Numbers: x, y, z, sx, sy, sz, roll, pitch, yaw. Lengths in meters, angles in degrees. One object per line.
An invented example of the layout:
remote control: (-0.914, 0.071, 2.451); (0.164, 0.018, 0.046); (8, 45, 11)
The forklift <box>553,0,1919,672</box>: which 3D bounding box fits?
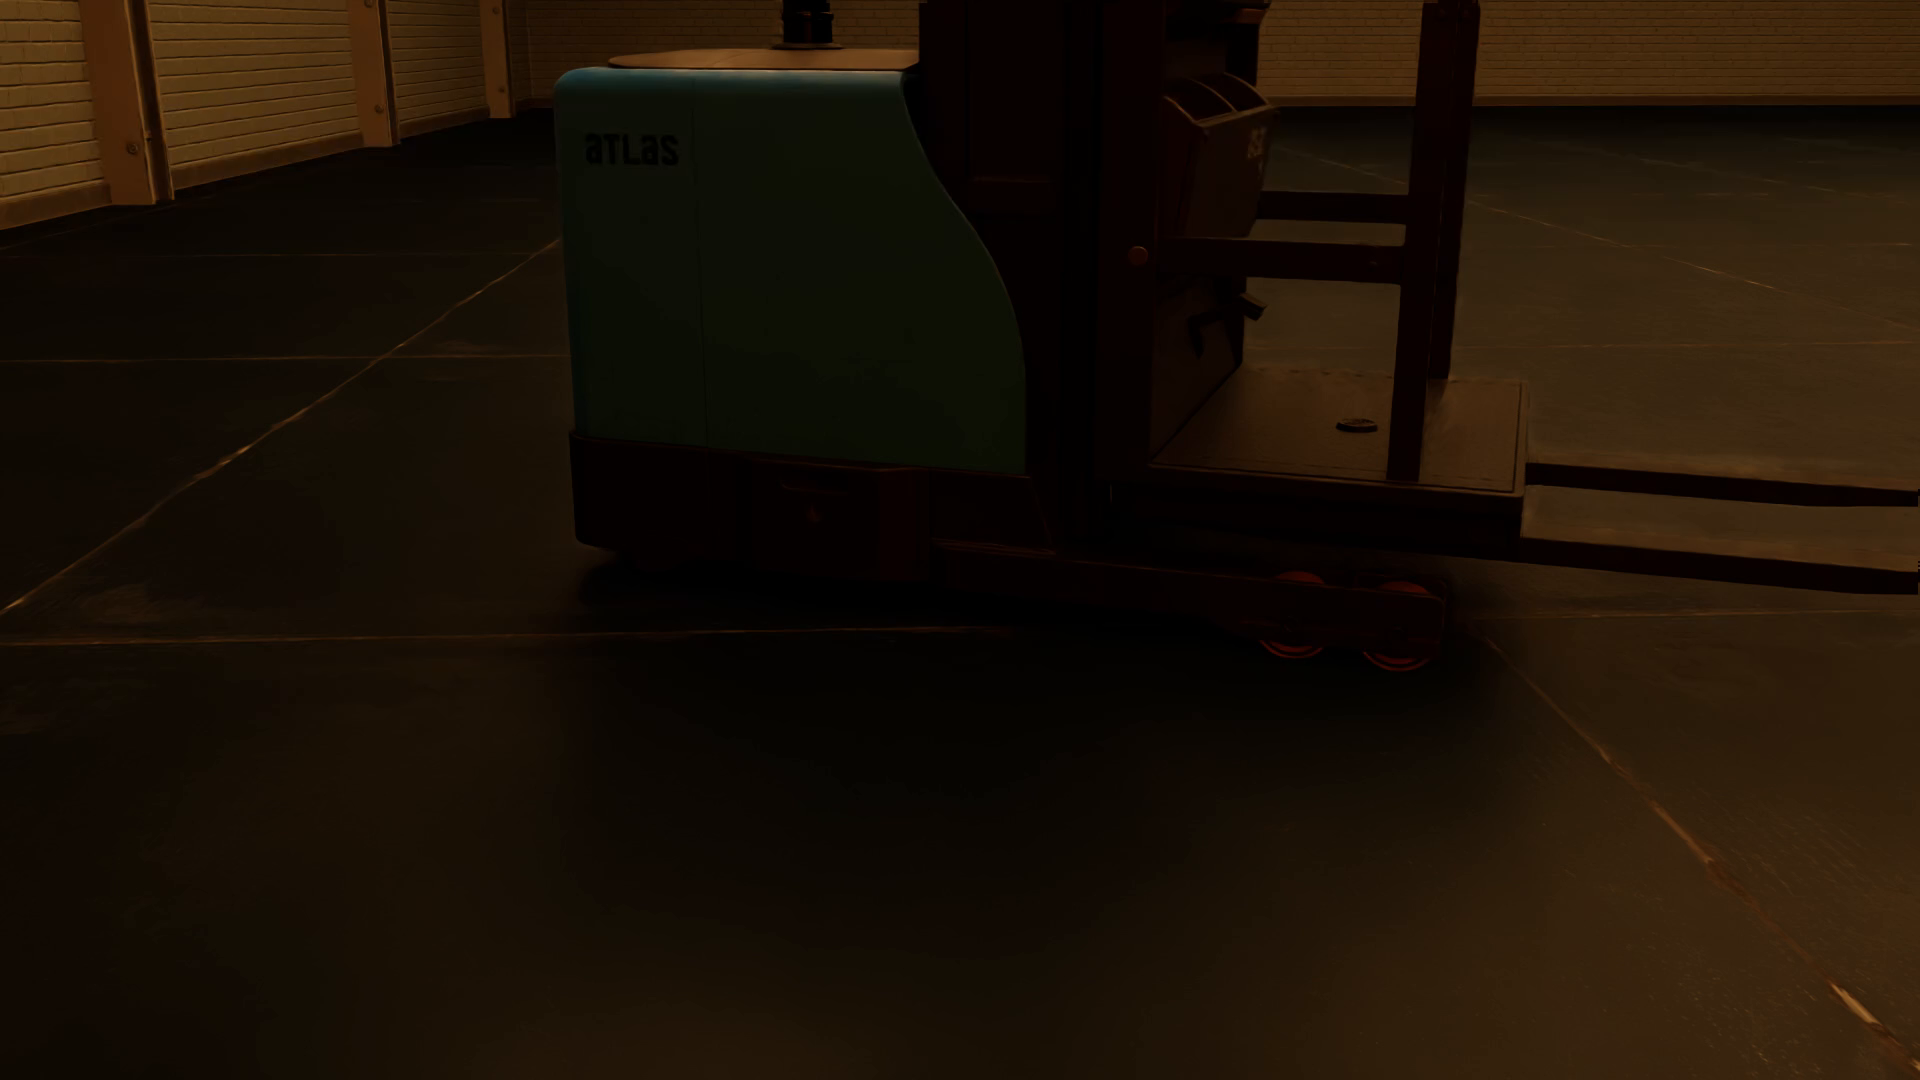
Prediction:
forklift: (0.720, -1.330, 3.255); (3.031, 2.935, 1.130); (6, 18, 18)
